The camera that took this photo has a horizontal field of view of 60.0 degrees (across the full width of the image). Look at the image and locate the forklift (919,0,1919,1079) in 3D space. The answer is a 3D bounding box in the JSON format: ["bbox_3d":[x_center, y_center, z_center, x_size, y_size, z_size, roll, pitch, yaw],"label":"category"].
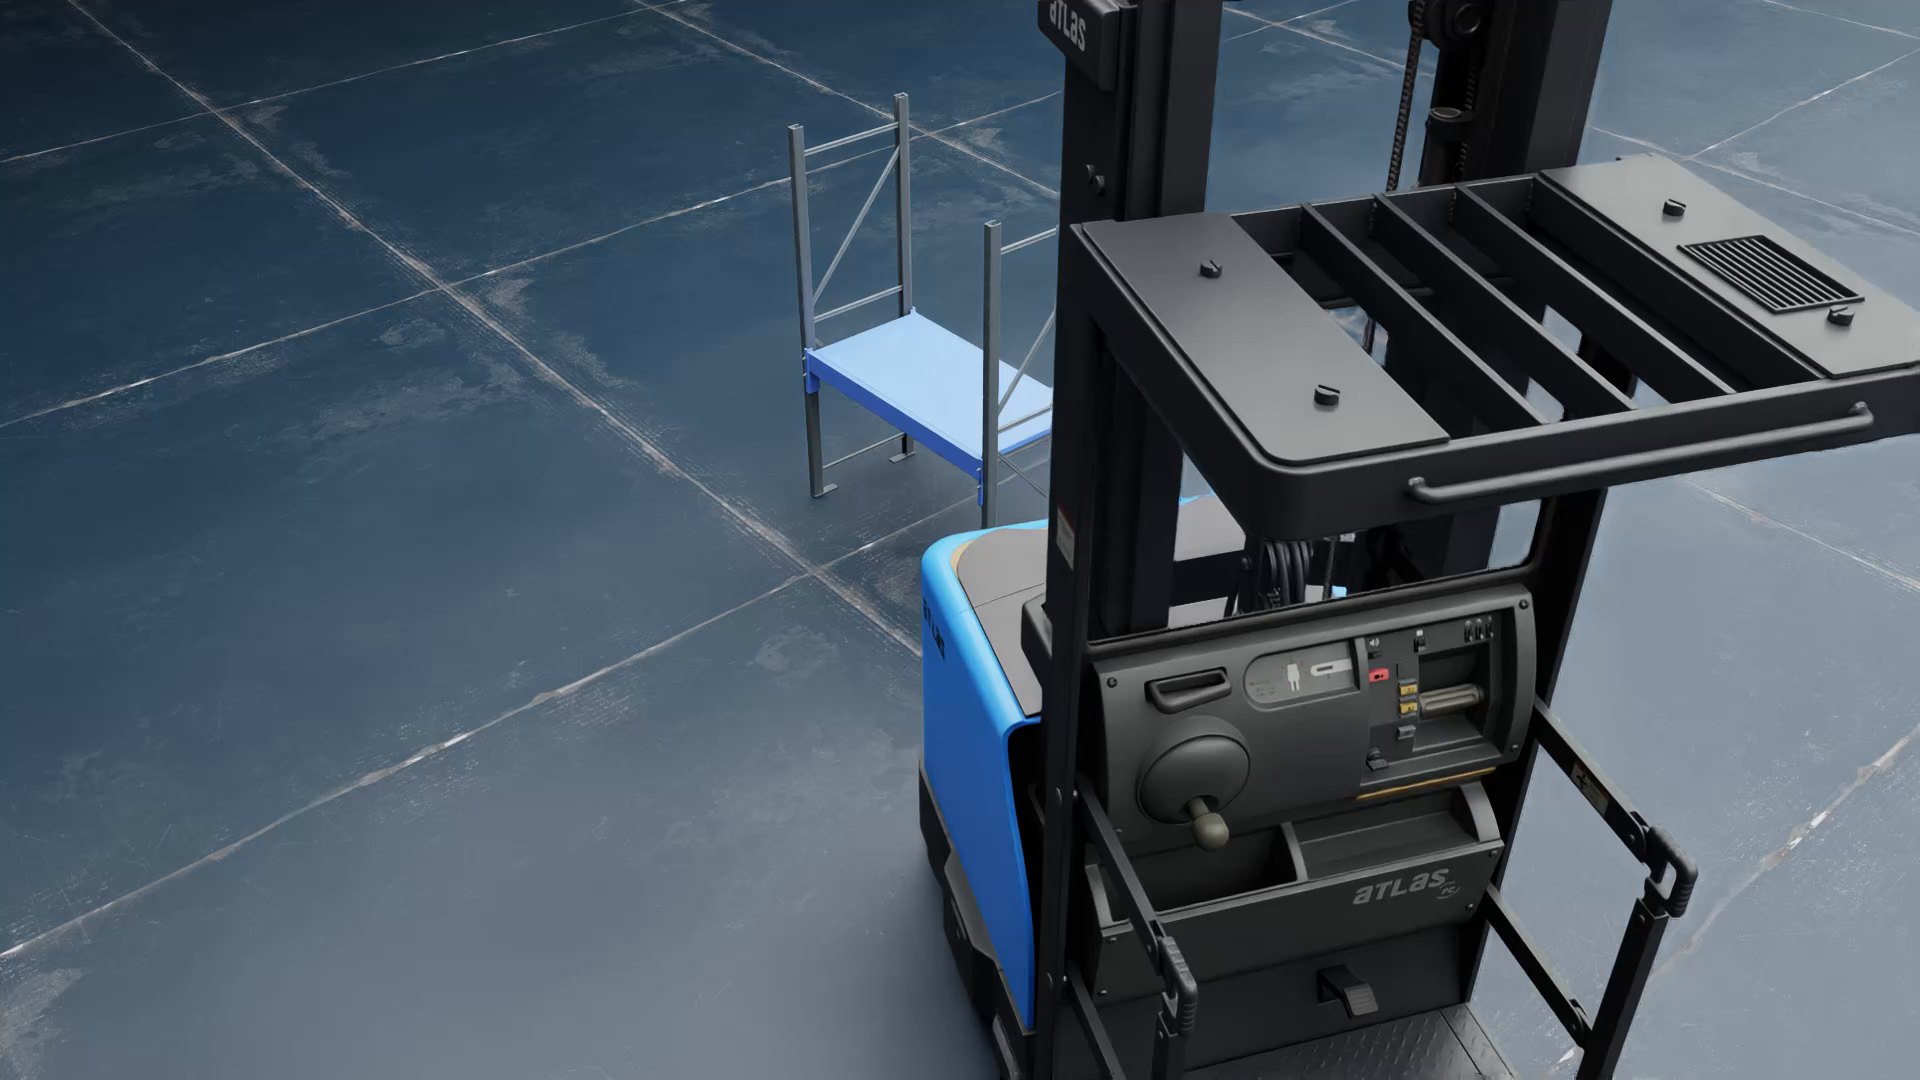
[{"bbox_3d":[0.778,0.417,3.126,1.130,2.935,3.031,-9,36,-13],"label":"forklift"}]

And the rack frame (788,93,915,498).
[{"bbox_3d":[-0.383,-0.874,6.187,0.500,1.500,0.032,-26,43,-32],"label":"rack frame"}]

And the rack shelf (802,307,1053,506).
[{"bbox_3d":[-0.055,-0.503,5.974,0.538,0.185,1.000,-26,43,-32],"label":"rack shelf"}]

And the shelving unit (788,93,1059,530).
[{"bbox_3d":[-0.055,-0.650,5.870,0.538,1.500,1.048,-26,43,-32],"label":"shelving unit"}]

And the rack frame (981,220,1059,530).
[{"bbox_3d":[0.273,-0.425,5.553,0.500,1.500,0.032,-26,43,-32],"label":"rack frame"}]
